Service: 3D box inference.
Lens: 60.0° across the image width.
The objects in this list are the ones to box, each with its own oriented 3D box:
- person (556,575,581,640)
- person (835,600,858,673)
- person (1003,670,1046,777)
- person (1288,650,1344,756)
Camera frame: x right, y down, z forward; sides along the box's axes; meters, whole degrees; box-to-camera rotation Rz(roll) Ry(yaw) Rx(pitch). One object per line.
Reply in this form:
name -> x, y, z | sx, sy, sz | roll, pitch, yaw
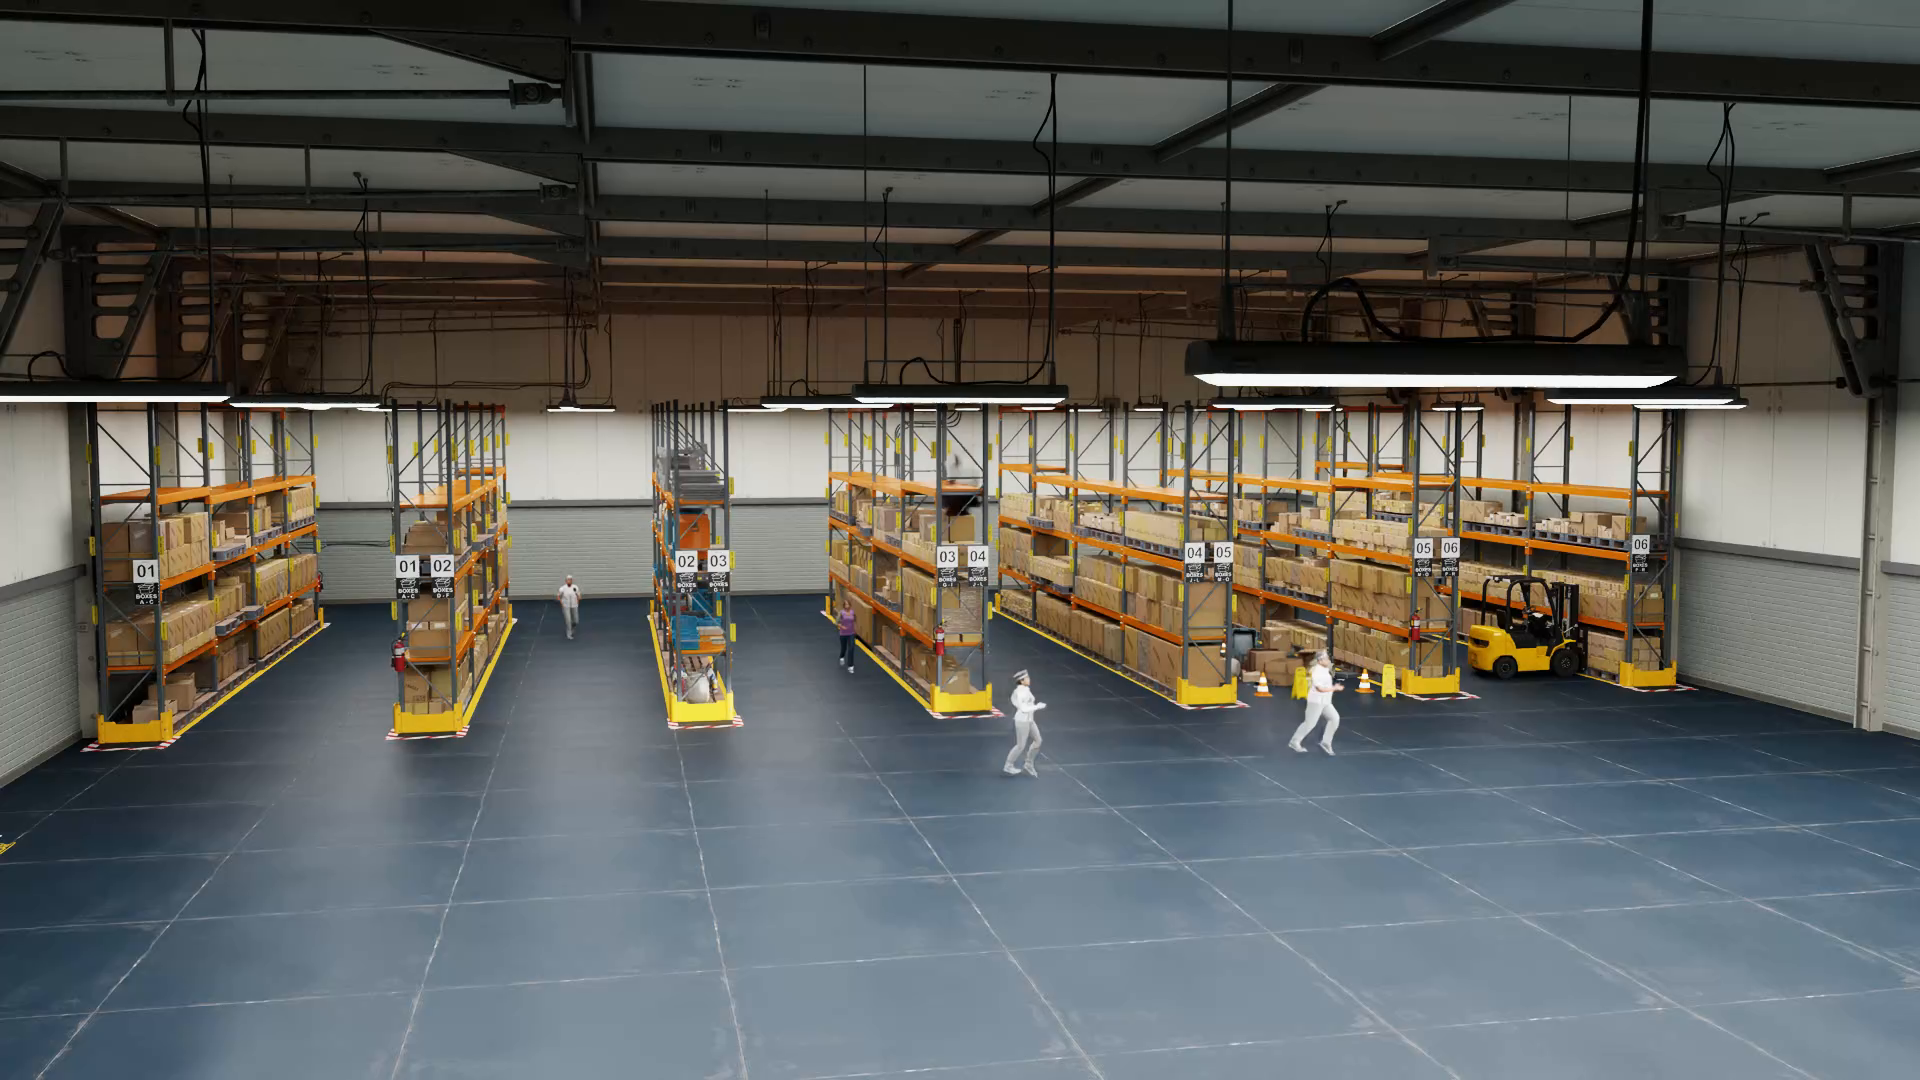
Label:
person -> -9.989, 1.711, 42.503 | 0.611, 1.619, 0.664 | -2, 5, -24
person -> -2.525, 2.121, 37.106 | 0.557, 1.596, 0.881 | -1, 4, -17
person -> 1.027, 2.901, 26.268 | 0.684, 1.734, 0.559 | 1, 4, 12
person -> 6.019, 2.743, 27.946 | 0.911, 1.828, 0.673 | 2, 5, 28
